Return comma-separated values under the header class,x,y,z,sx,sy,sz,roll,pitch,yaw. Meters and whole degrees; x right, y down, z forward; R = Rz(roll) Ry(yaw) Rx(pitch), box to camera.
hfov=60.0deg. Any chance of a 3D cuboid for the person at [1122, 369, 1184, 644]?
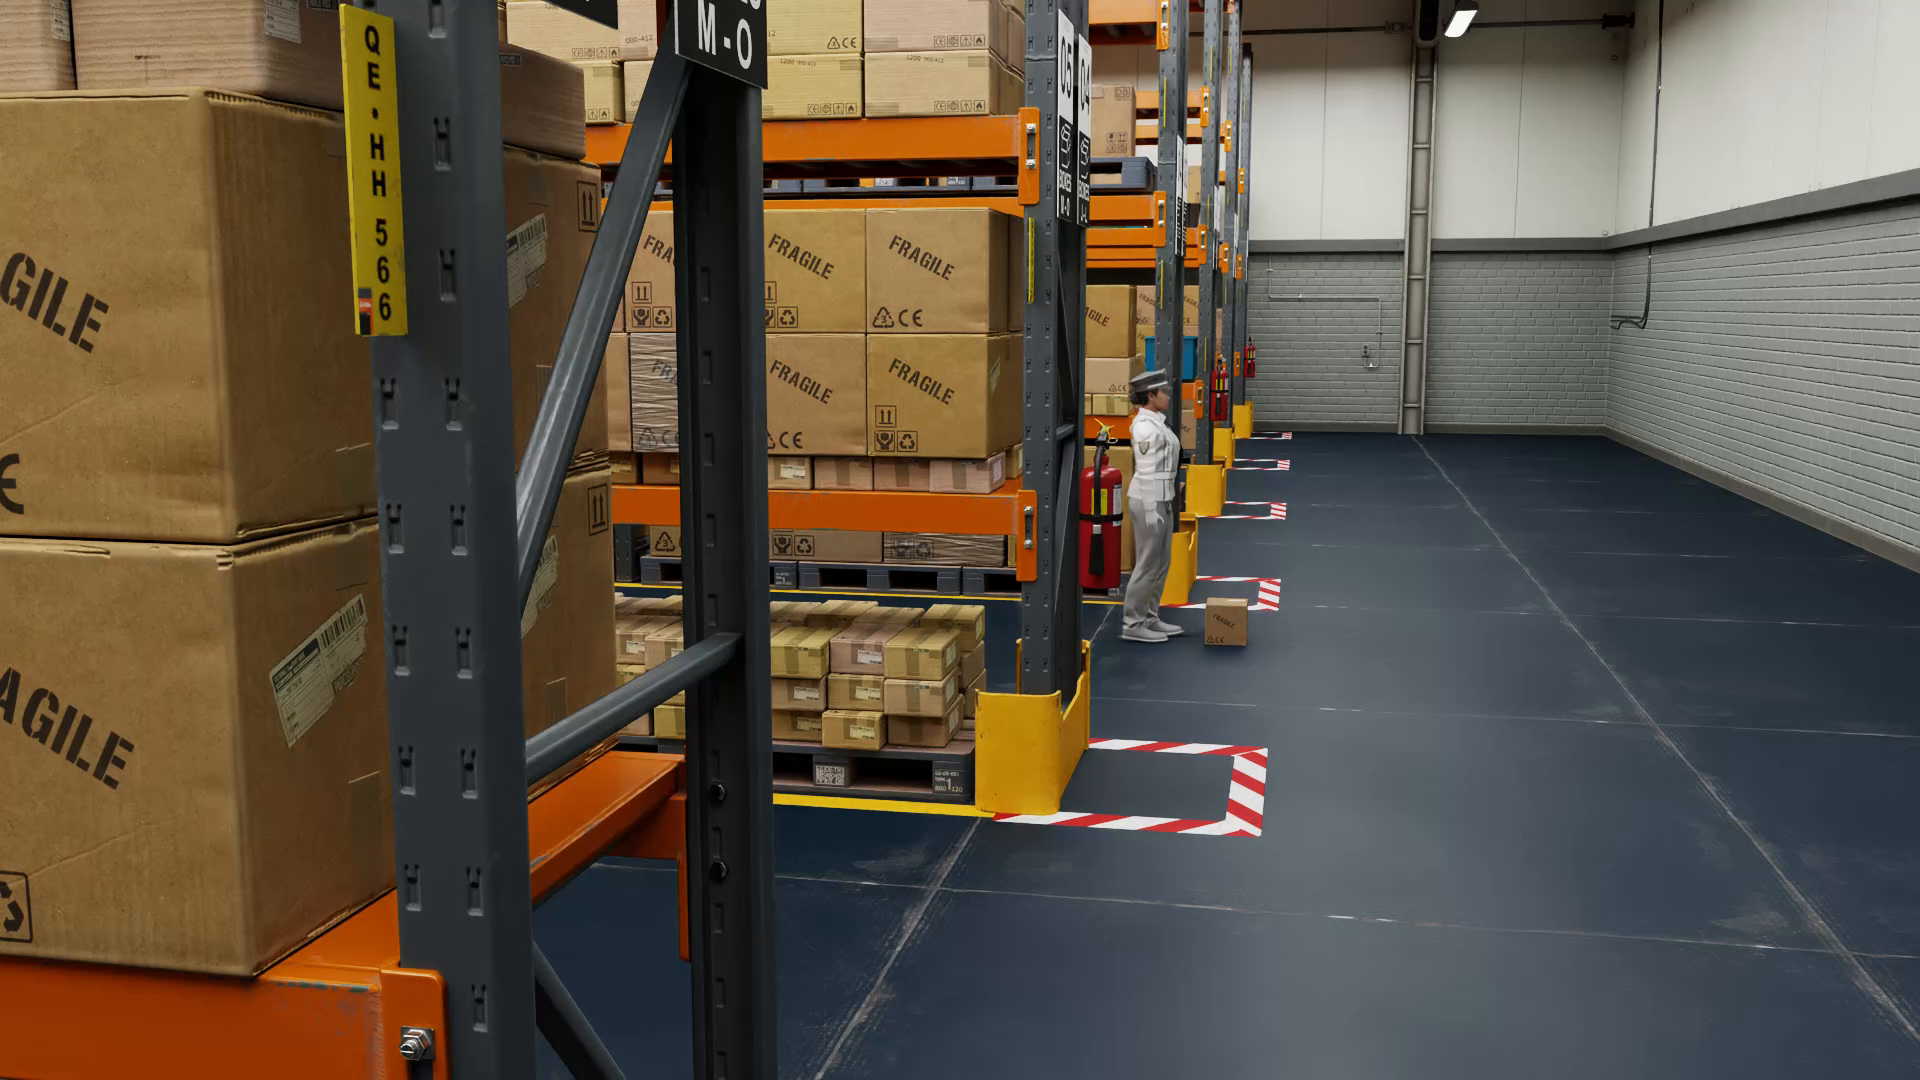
class,x,y,z,sx,sy,sz,roll,pitch,yaw
person,1.204,-0.218,10.289,0.356,1.683,0.469,2,8,13
